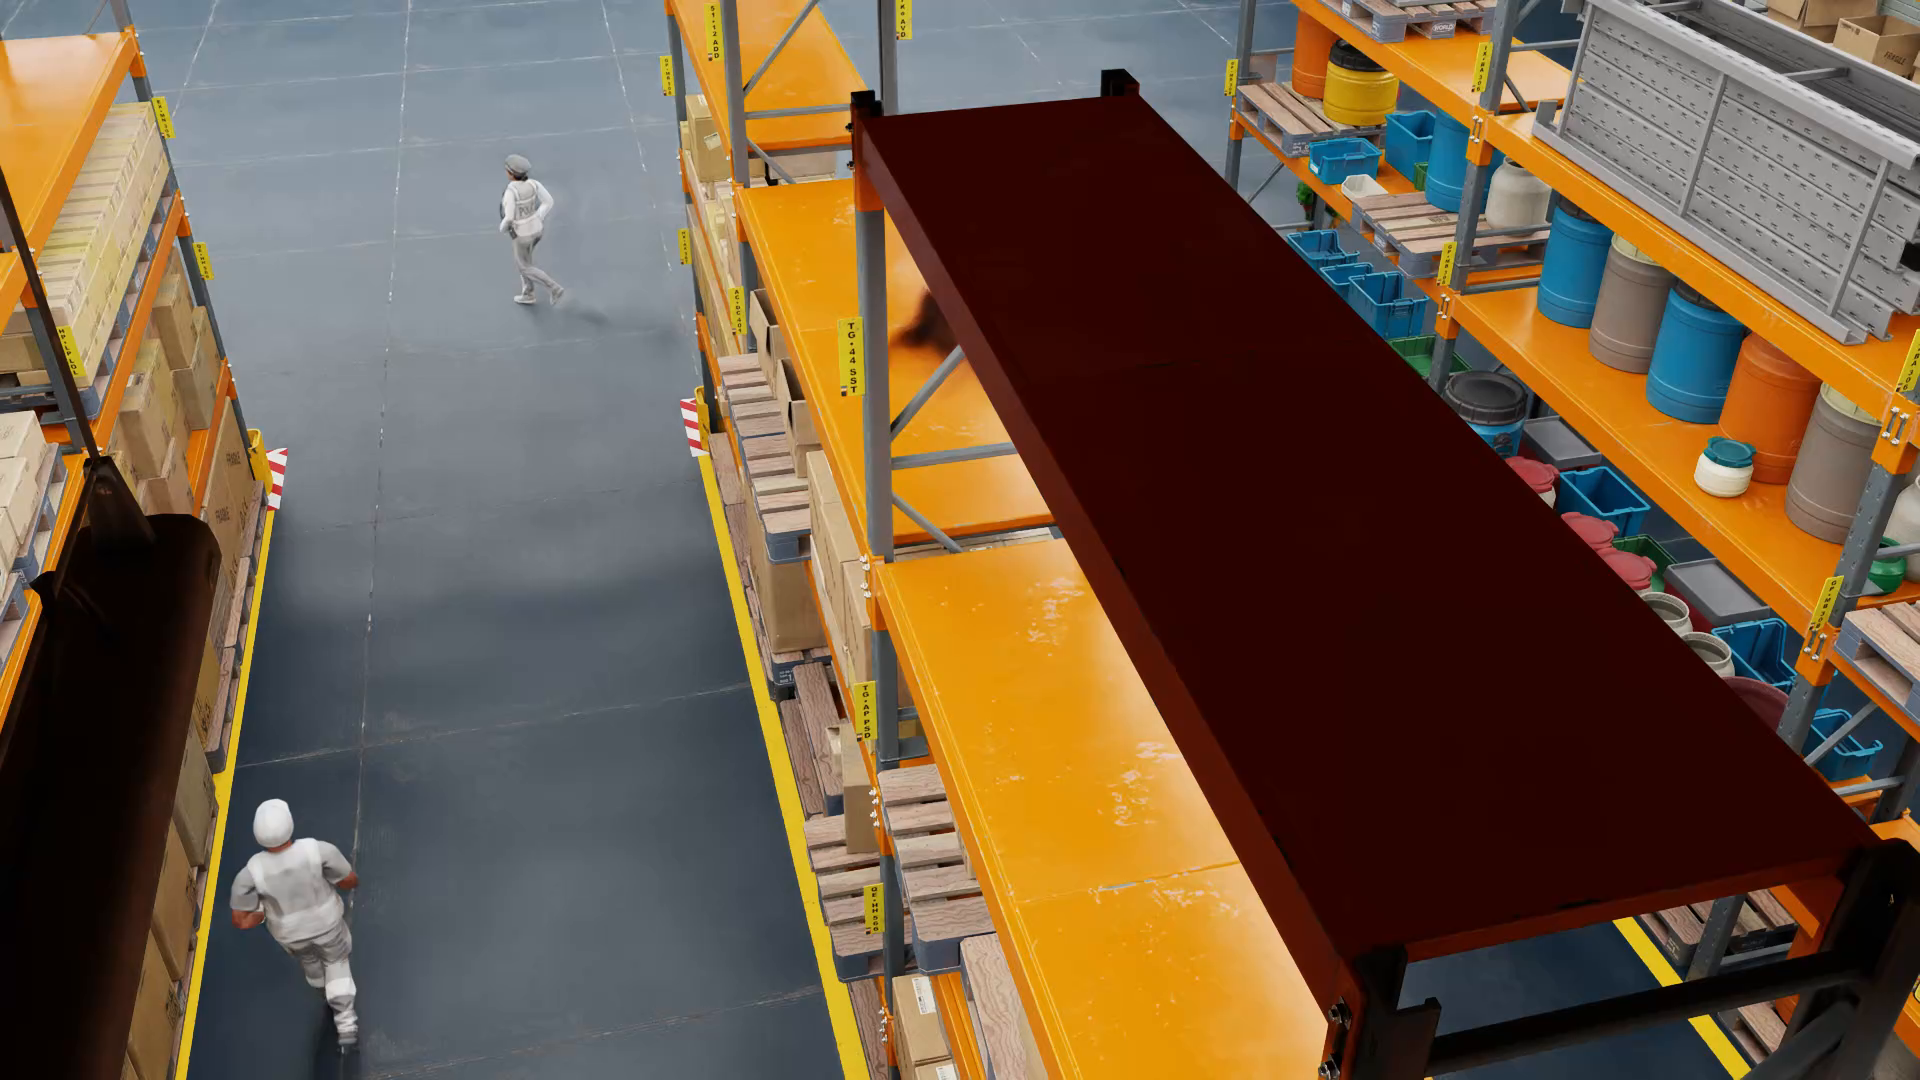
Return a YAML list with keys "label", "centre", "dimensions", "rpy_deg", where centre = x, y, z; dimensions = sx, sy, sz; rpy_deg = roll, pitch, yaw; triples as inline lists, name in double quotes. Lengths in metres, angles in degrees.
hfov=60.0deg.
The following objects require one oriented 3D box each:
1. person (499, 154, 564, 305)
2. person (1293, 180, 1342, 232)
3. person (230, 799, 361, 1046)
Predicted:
- label: "person"
  centre: [-4.456, -3.169, 17.262]
  dimensions: [0.765, 1.681, 0.637]
  rpy_deg: [16, 37, 22]
- label: "person"
  centre: [4.136, -4.288, 18.815]
  dimensions: [0.621, 1.736, 0.653]
  rpy_deg: [6, 35, 9]
- label: "person"
  centre: [-3.678, 2.166, 9.353]
  dimensions: [0.667, 1.763, 0.860]
  rpy_deg: [-13, 37, -19]
